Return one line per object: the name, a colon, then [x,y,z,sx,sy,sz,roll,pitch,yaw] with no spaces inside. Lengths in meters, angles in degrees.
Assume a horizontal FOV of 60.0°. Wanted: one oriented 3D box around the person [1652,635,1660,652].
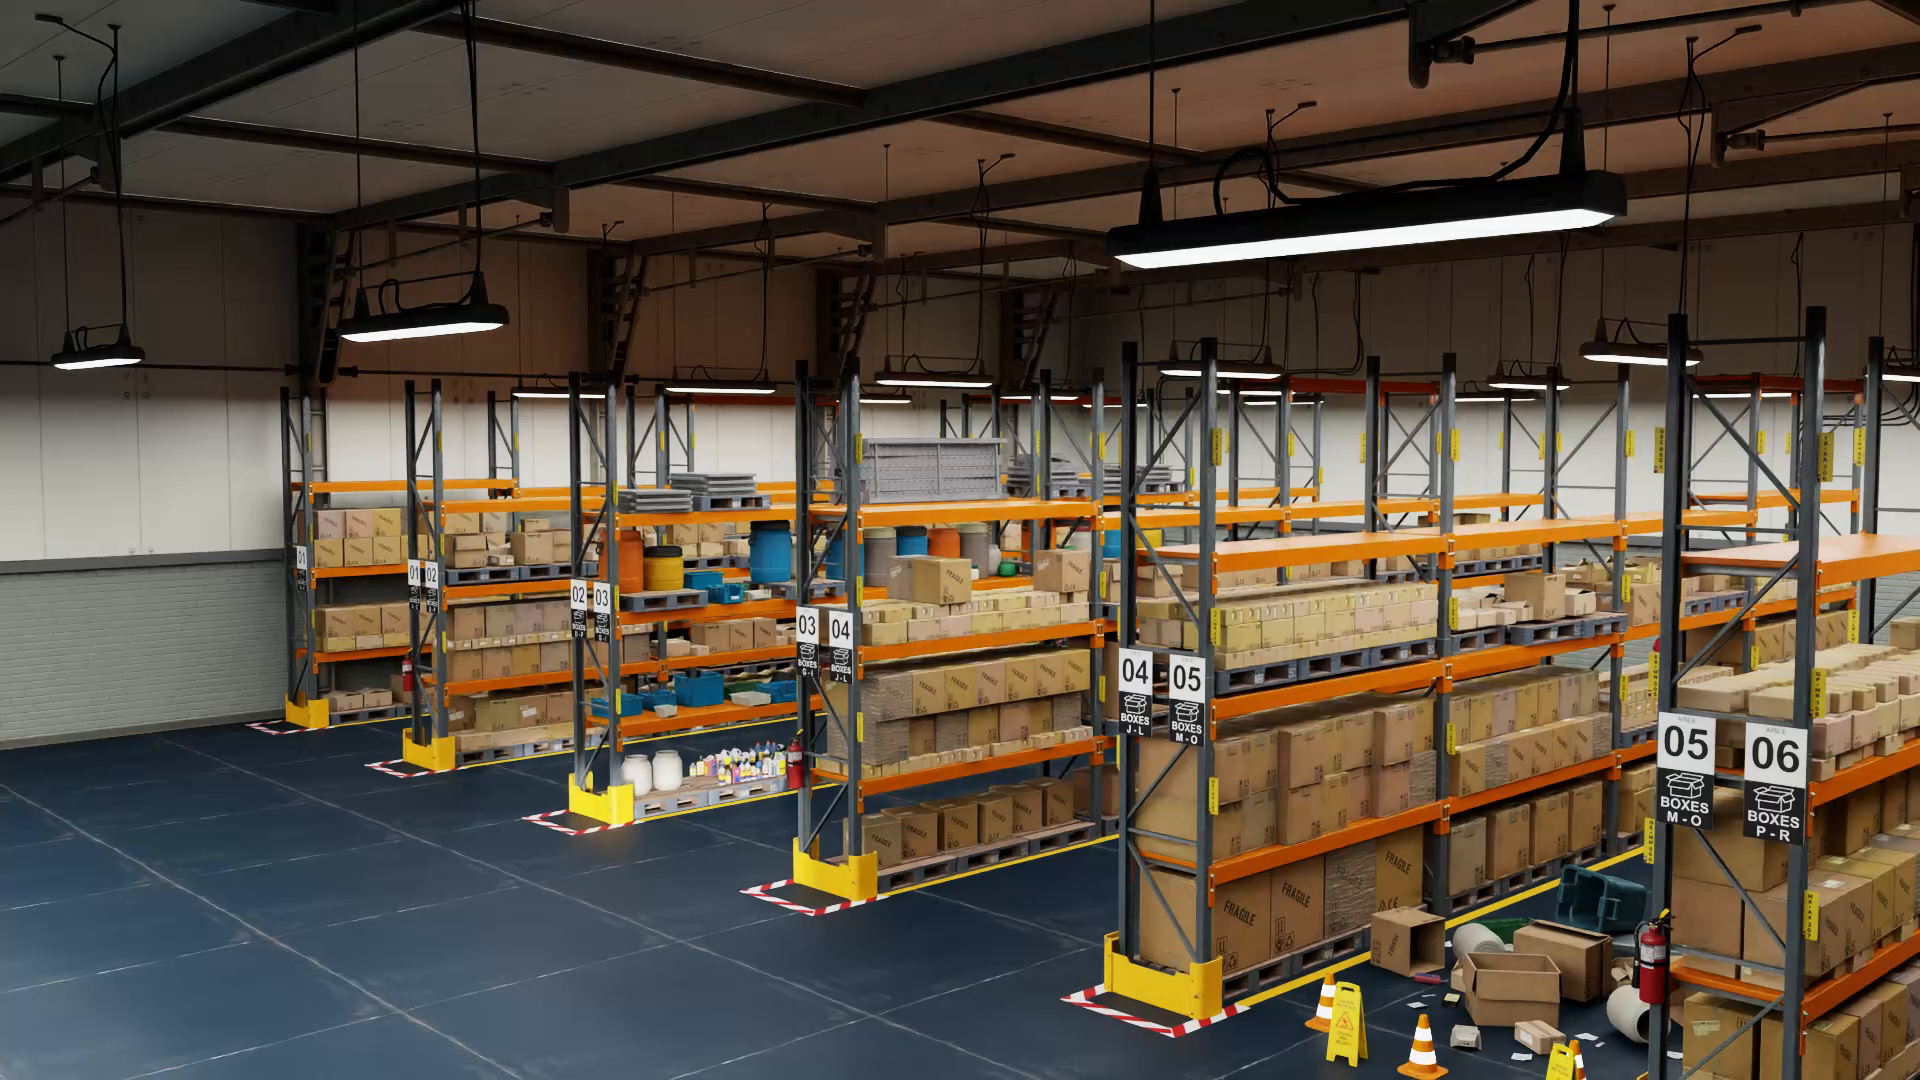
person: [13.127,2.393,30.668,0.713,1.636,0.715,-3,4,-35]
